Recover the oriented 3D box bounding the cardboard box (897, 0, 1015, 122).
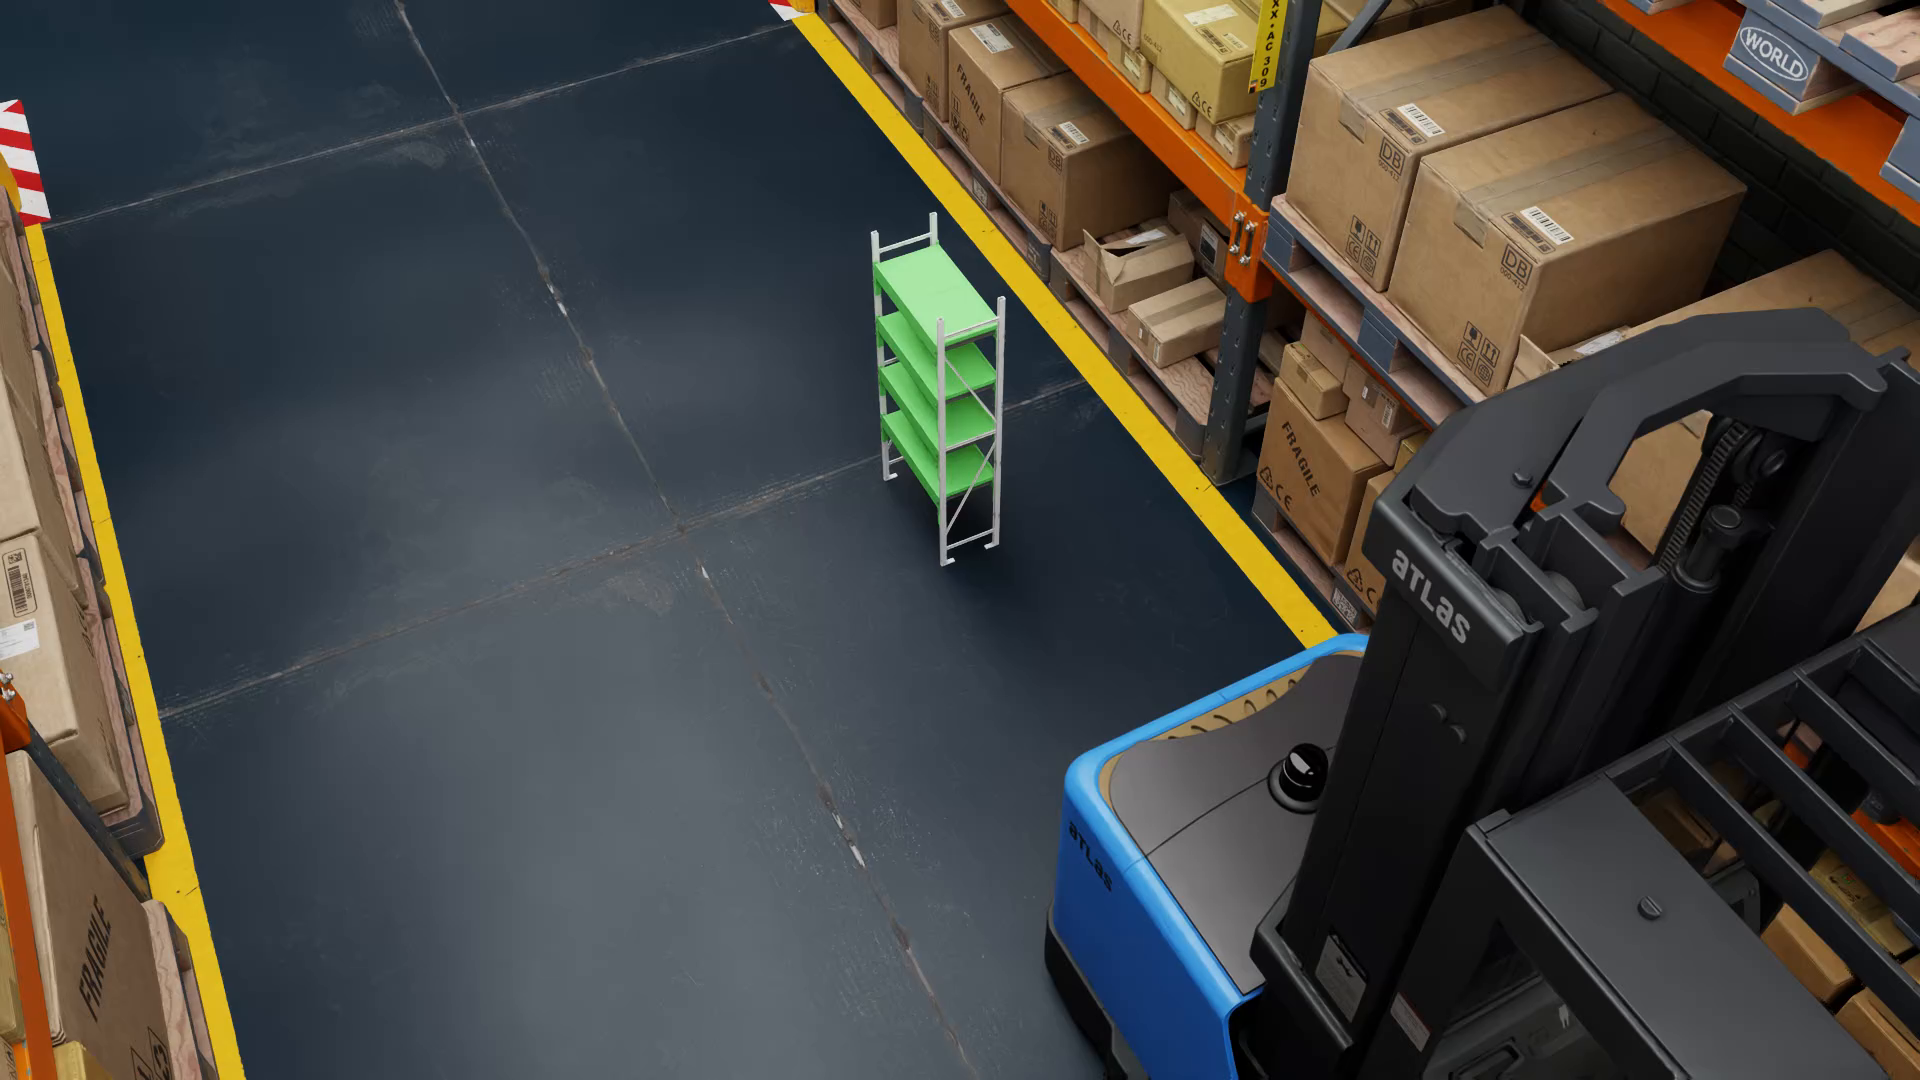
[{"bbox_3d":[0.128,-2.363,7.706,0.700,0.500,0.500,-19,52,-16],"label":"cardboard box"}]

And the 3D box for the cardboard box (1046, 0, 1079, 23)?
[{"bbox_3d":[0.519,-2.121,6.279,0.380,0.149,0.250,-22,52,-18],"label":"cardboard box"}]

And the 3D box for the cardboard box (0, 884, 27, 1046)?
[{"bbox_3d":[-2.344,0.918,3.554,0.500,0.250,0.500,-22,52,-18],"label":"cardboard box"}]

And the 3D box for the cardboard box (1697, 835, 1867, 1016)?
[{"bbox_3d":[2.391,1.067,4.706,0.500,0.500,0.500,-19,52,-16],"label":"cardboard box"}]

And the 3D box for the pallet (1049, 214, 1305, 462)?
[{"bbox_3d":[1.093,-0.940,6.932,1.003,0.211,1.213,-21,52,-18],"label":"pallet"}]

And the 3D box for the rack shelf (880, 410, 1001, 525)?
[{"bbox_3d":[-0.076,-0.306,6.124,0.258,0.148,0.480,-21,52,-18],"label":"rack shelf"}]

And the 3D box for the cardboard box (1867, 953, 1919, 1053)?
[{"bbox_3d":[2.552,1.143,4.208,0.380,0.149,0.250,-23,53,-19],"label":"cardboard box"}]

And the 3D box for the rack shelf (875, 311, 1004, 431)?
[{"bbox_3d":[-0.076,-0.622,5.763,0.258,0.148,0.480,-21,52,-18],"label":"rack shelf"}]

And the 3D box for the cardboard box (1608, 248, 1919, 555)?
[{"bbox_3d":[2.025,-0.297,4.171,0.700,0.500,0.500,-21,52,-18],"label":"cardboard box"}]

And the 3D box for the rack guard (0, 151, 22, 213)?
[{"bbox_3d":[-4.847,-1.556,7.279,1.175,0.500,0.348,-21,52,-18],"label":"rack guard"}]

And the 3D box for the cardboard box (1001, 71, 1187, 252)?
[{"bbox_3d":[0.603,-1.668,7.098,0.700,0.500,0.500,-23,53,-19],"label":"cardboard box"}]

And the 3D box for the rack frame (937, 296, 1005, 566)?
[{"bbox_3d":[0.036,-0.342,5.752,0.240,1.200,0.015,-21,52,-18],"label":"rack frame"}]

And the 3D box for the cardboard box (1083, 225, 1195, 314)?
[{"bbox_3d":[0.727,-1.147,6.798,0.396,0.266,0.258,-19,52,-16],"label":"cardboard box"}]

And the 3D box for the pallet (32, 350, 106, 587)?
[{"bbox_3d":[-3.846,-0.122,6.216,1.003,0.211,1.213,-21,52,-18],"label":"pallet"}]

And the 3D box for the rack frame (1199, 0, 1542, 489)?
[{"bbox_3d":[1.407,-1.398,5.480,1.000,3.000,0.127,-21,52,-18],"label":"rack frame"}]

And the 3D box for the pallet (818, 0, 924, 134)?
[{"bbox_3d":[-0.023,-2.573,8.361,1.003,0.211,1.213,-21,52,-18],"label":"pallet"}]

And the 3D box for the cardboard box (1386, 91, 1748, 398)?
[{"bbox_3d":[1.666,-0.822,4.631,0.700,0.500,0.500,-21,52,-17],"label":"cardboard box"}]

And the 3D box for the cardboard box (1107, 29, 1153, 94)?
[{"bbox_3d":[0.757,-1.774,5.976,0.380,0.149,0.250,-20,52,-17],"label":"cardboard box"}]

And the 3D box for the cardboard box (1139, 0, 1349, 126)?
[{"bbox_3d":[0.957,-1.704,5.649,0.500,0.250,0.500,-20,52,-17],"label":"cardboard box"}]

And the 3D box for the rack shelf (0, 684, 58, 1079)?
[{"bbox_3d":[-2.090,1.889,3.083,1.077,0.370,4.000,-21,52,-18],"label":"rack shelf"}]

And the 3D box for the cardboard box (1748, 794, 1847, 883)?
[{"bbox_3d":[2.357,0.784,4.522,0.380,0.149,0.250,-22,52,-18],"label":"cardboard box"}]

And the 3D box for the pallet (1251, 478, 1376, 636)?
[{"bbox_3d":[1.812,0.051,6.065,1.003,0.211,1.213,-21,52,-18],"label":"pallet"}]

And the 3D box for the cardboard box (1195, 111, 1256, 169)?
[{"bbox_3d":[1.036,-1.442,5.685,0.380,0.149,0.250,-21,52,-17],"label":"cardboard box"}]

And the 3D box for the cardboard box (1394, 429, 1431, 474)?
[{"bbox_3d":[1.657,-0.269,5.443,0.380,0.149,0.250,-24,53,-19],"label":"cardboard box"}]

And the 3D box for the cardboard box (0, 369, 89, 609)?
[{"bbox_3d":[-3.607,-0.037,5.713,0.875,0.438,0.875,-23,53,-19],"label":"cardboard box"}]

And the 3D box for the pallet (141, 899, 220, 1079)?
[{"bbox_3d":[-2.585,1.722,4.603,1.003,0.211,1.213,-21,52,-18],"label":"pallet"}]

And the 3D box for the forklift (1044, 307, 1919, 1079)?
[{"bbox_3d":[1.399,1.127,3.317,1.130,2.935,3.031,-22,52,-18],"label":"forklift"}]

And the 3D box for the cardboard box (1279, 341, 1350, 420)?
[{"bbox_3d":[1.334,-0.595,5.729,0.380,0.149,0.250,-19,51,-16],"label":"cardboard box"}]

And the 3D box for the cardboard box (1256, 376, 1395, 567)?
[{"bbox_3d":[1.428,-0.312,5.912,0.500,0.500,0.500,-19,52,-16],"label":"cardboard box"}]

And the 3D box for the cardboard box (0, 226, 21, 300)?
[{"bbox_3d":[-4.445,-1.251,6.774,0.875,0.438,0.875,-23,53,-19],"label":"cardboard box"}]

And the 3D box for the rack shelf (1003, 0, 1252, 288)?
[{"bbox_3d":[0.491,-2.500,6.922,1.077,0.370,4.000,-21,52,-18],"label":"rack shelf"}]

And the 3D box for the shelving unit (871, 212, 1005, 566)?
[{"bbox_3d":[-0.076,-0.506,5.895,0.258,1.200,0.503,-21,52,-18],"label":"shelving unit"}]

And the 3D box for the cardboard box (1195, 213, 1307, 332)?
[{"bbox_3d":[1.314,-1.175,6.792,0.500,0.311,0.500,-19,52,-16],"label":"cardboard box"}]

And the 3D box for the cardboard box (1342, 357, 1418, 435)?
[{"bbox_3d":[1.496,-0.536,5.479,0.380,0.149,0.250,-24,53,-19],"label":"cardboard box"}]

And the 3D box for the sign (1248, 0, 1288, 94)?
[{"bbox_3d":[0.928,-1.491,4.986,0.100,0.325,0.005,-21,52,-18],"label":"sign"}]

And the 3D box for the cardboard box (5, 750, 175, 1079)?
[{"bbox_3d":[-2.650,1.263,4.286,0.875,0.875,0.875,-20,52,-16],"label":"cardboard box"}]

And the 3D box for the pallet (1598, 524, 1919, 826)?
[{"bbox_3d":[2.343,0.042,4.348,1.003,0.211,1.213,-21,52,-18],"label":"pallet"}]
